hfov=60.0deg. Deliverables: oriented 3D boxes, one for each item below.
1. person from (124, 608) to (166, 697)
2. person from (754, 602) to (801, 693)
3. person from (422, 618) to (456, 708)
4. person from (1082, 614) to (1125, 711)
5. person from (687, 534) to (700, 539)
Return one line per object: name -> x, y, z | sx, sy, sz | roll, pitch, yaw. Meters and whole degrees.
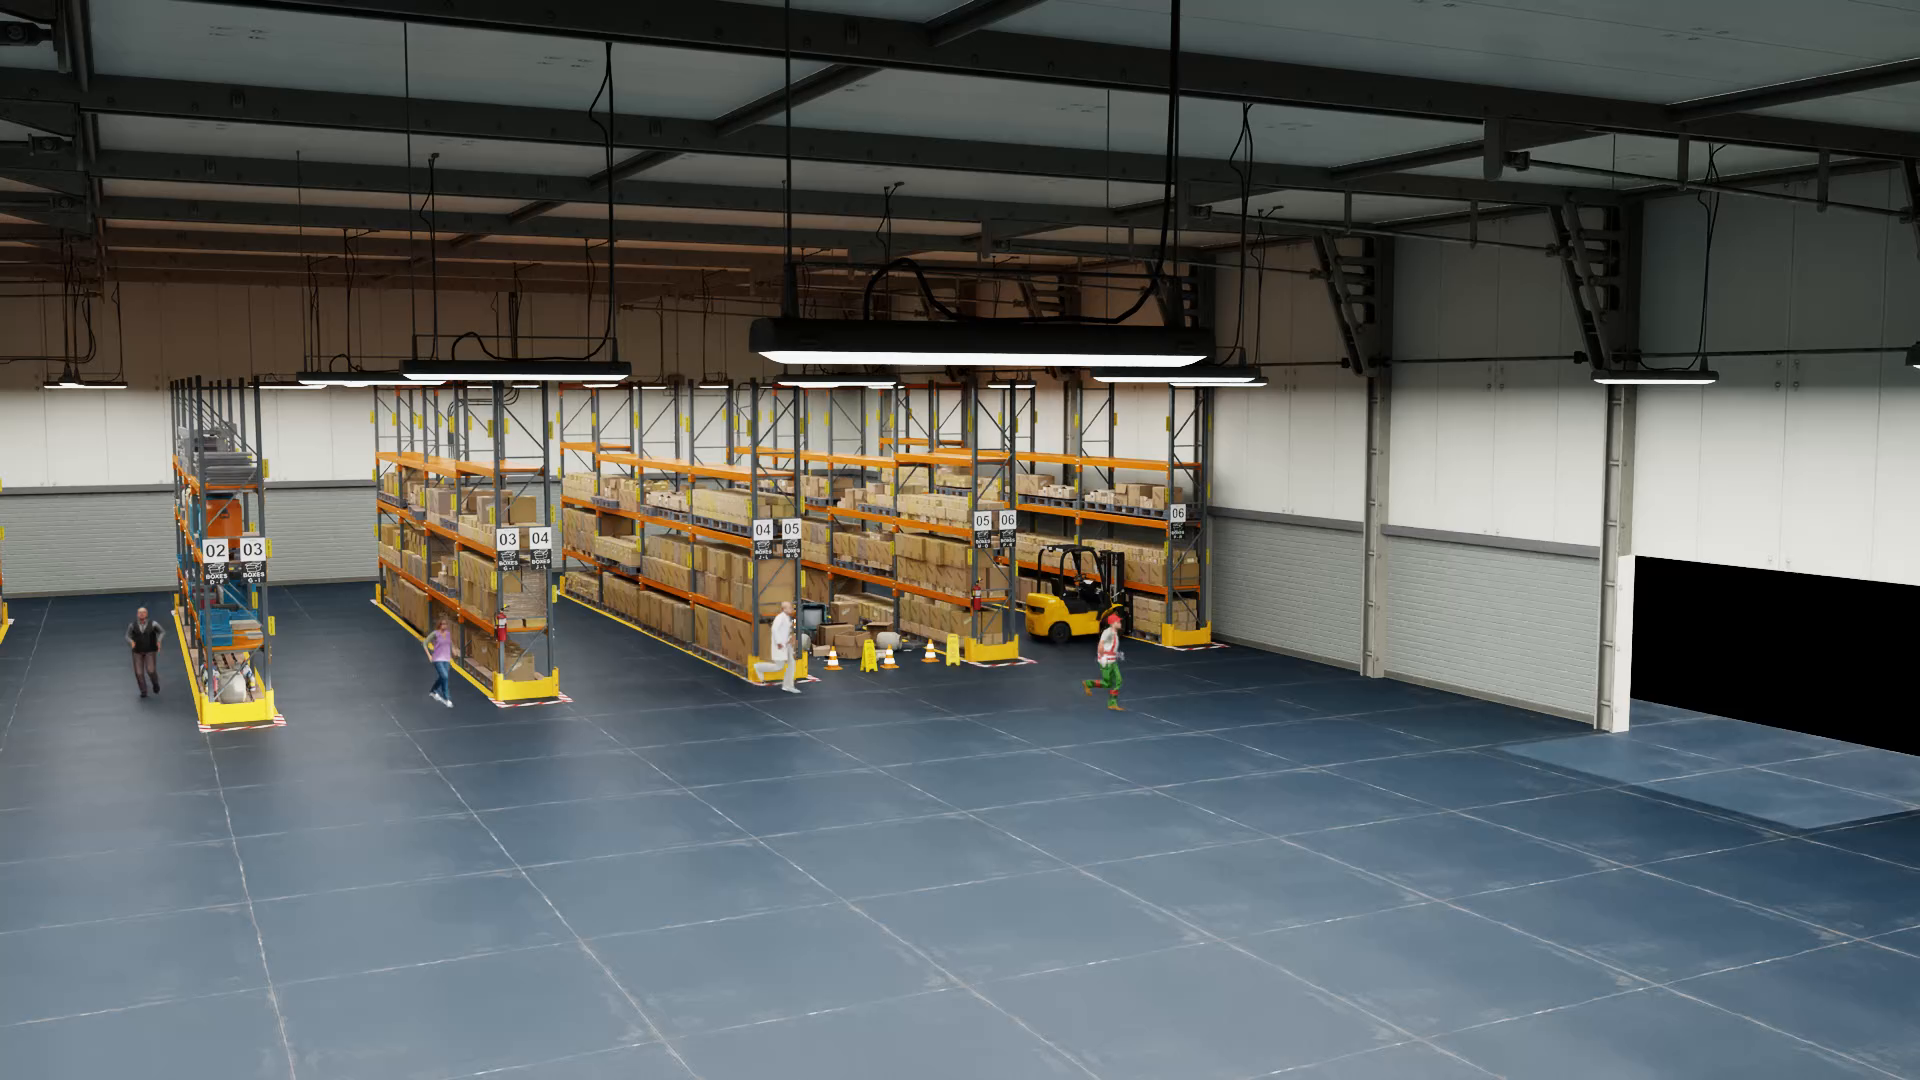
person -> -15.274, 2.115, 31.139 | 0.692, 1.685, 0.577 | -2, 5, -18
person -> -3.490, 2.053, 31.825 | 0.926, 1.763, 0.720 | 1, 5, 12
person -> -9.500, 2.251, 30.401 | 0.732, 1.616, 0.542 | 4, 6, 35
person -> 2.606, 2.207, 30.049 | 0.779, 1.752, 0.683 | 2, 5, 21
person -> -8.291, 0.290, 51.807 | 0.588, 1.693, 0.818 | 4, 7, 40
